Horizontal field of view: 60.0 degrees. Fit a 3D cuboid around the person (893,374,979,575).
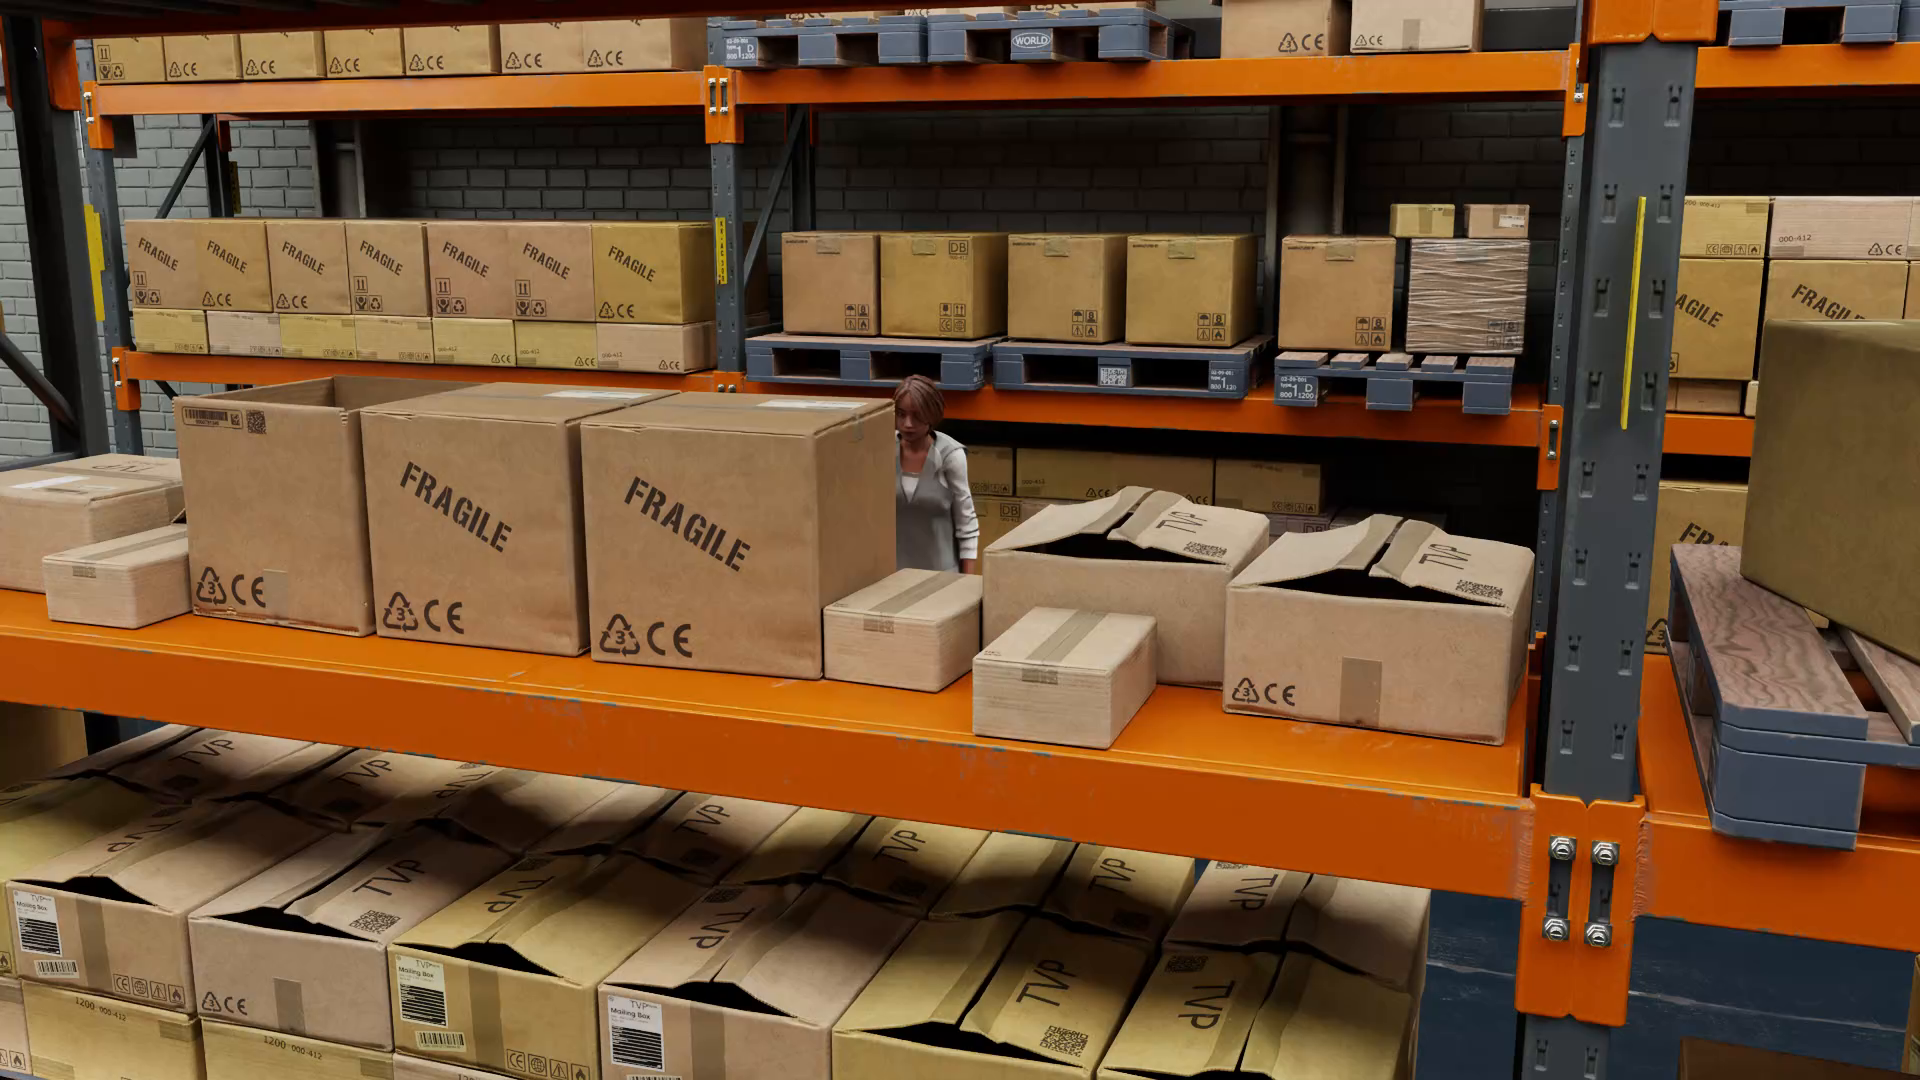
[{"bbox_3d":[-0.167,0.175,6.171,0.477,1.592,0.345,3,13,15],"label":"person"}]
